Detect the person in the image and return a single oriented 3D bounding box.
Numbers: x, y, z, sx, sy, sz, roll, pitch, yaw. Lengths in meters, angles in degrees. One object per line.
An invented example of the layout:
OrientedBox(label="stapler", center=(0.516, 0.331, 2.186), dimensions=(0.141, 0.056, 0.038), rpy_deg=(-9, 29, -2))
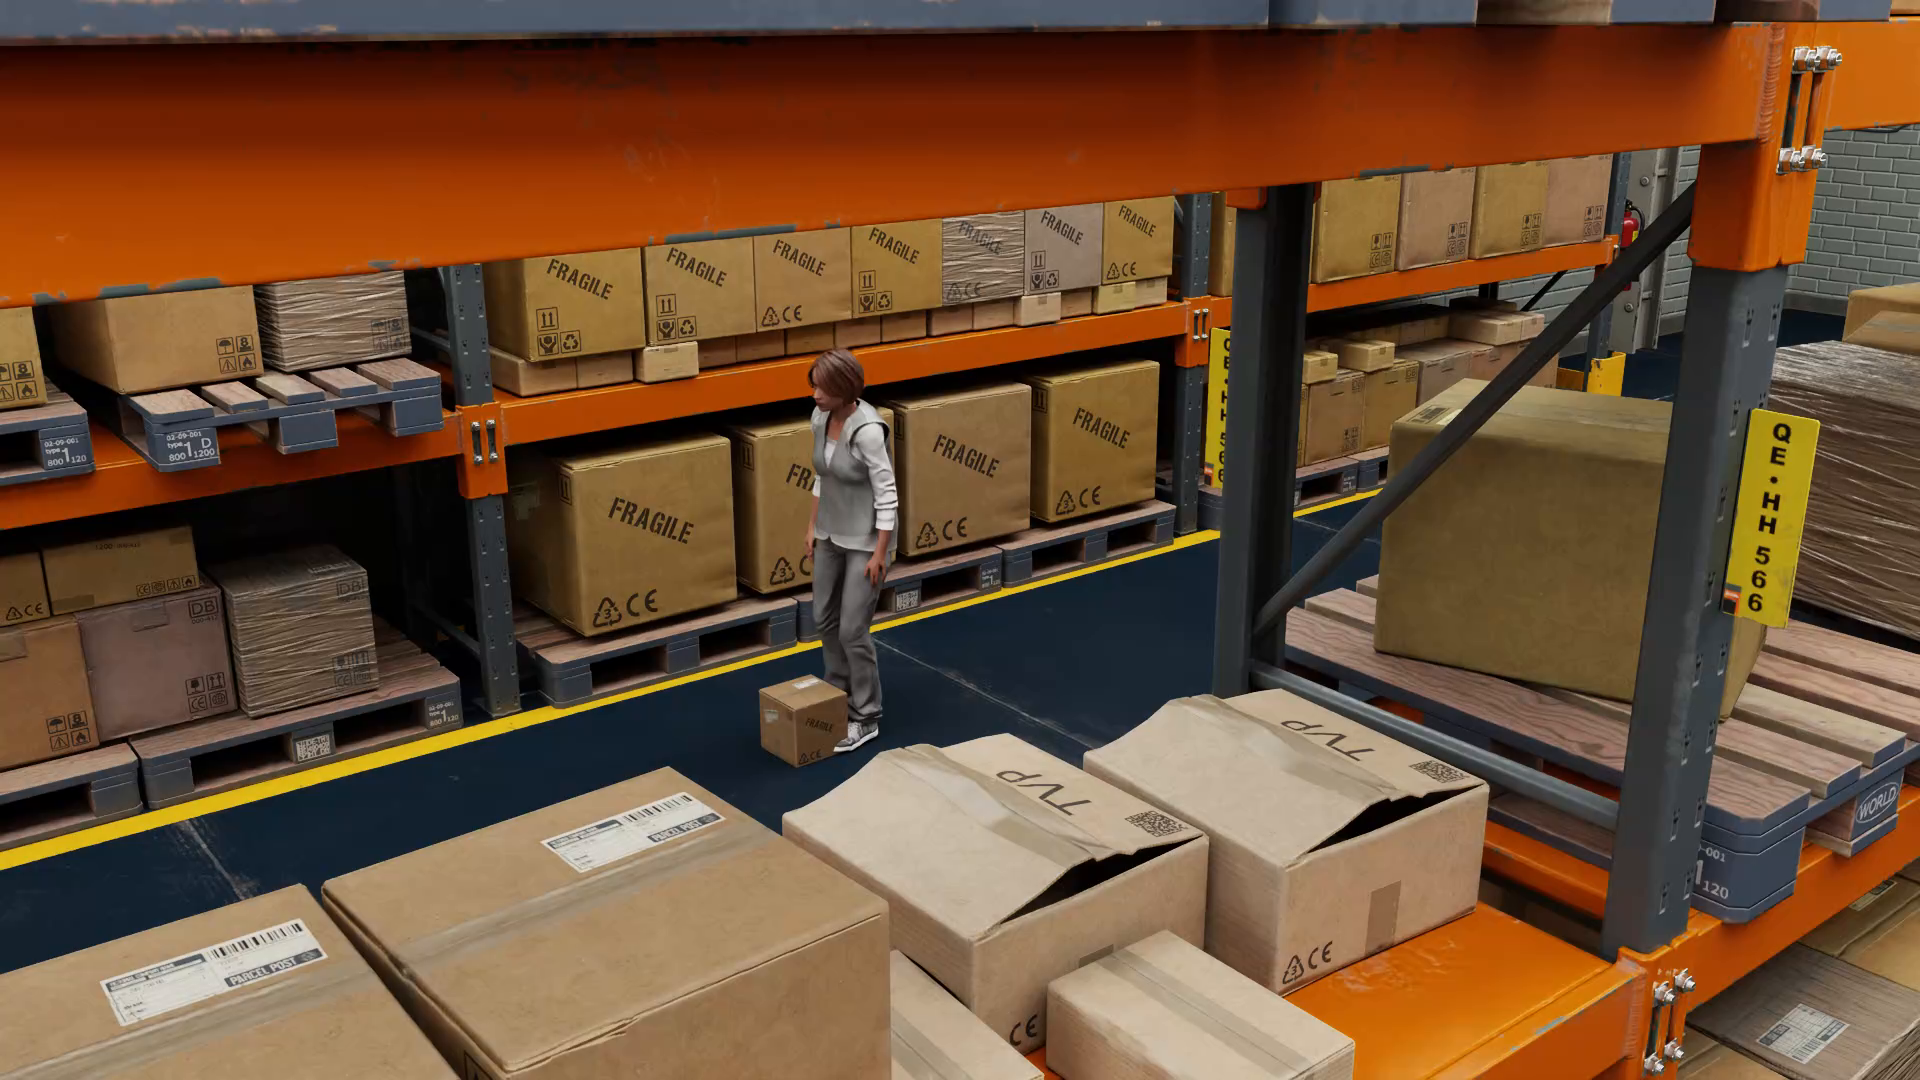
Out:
OrientedBox(label="person", center=(-0.445, 0.029, 6.484), dimensions=(0.378, 1.591, 0.481), rpy_deg=(-15, 24, -39))
